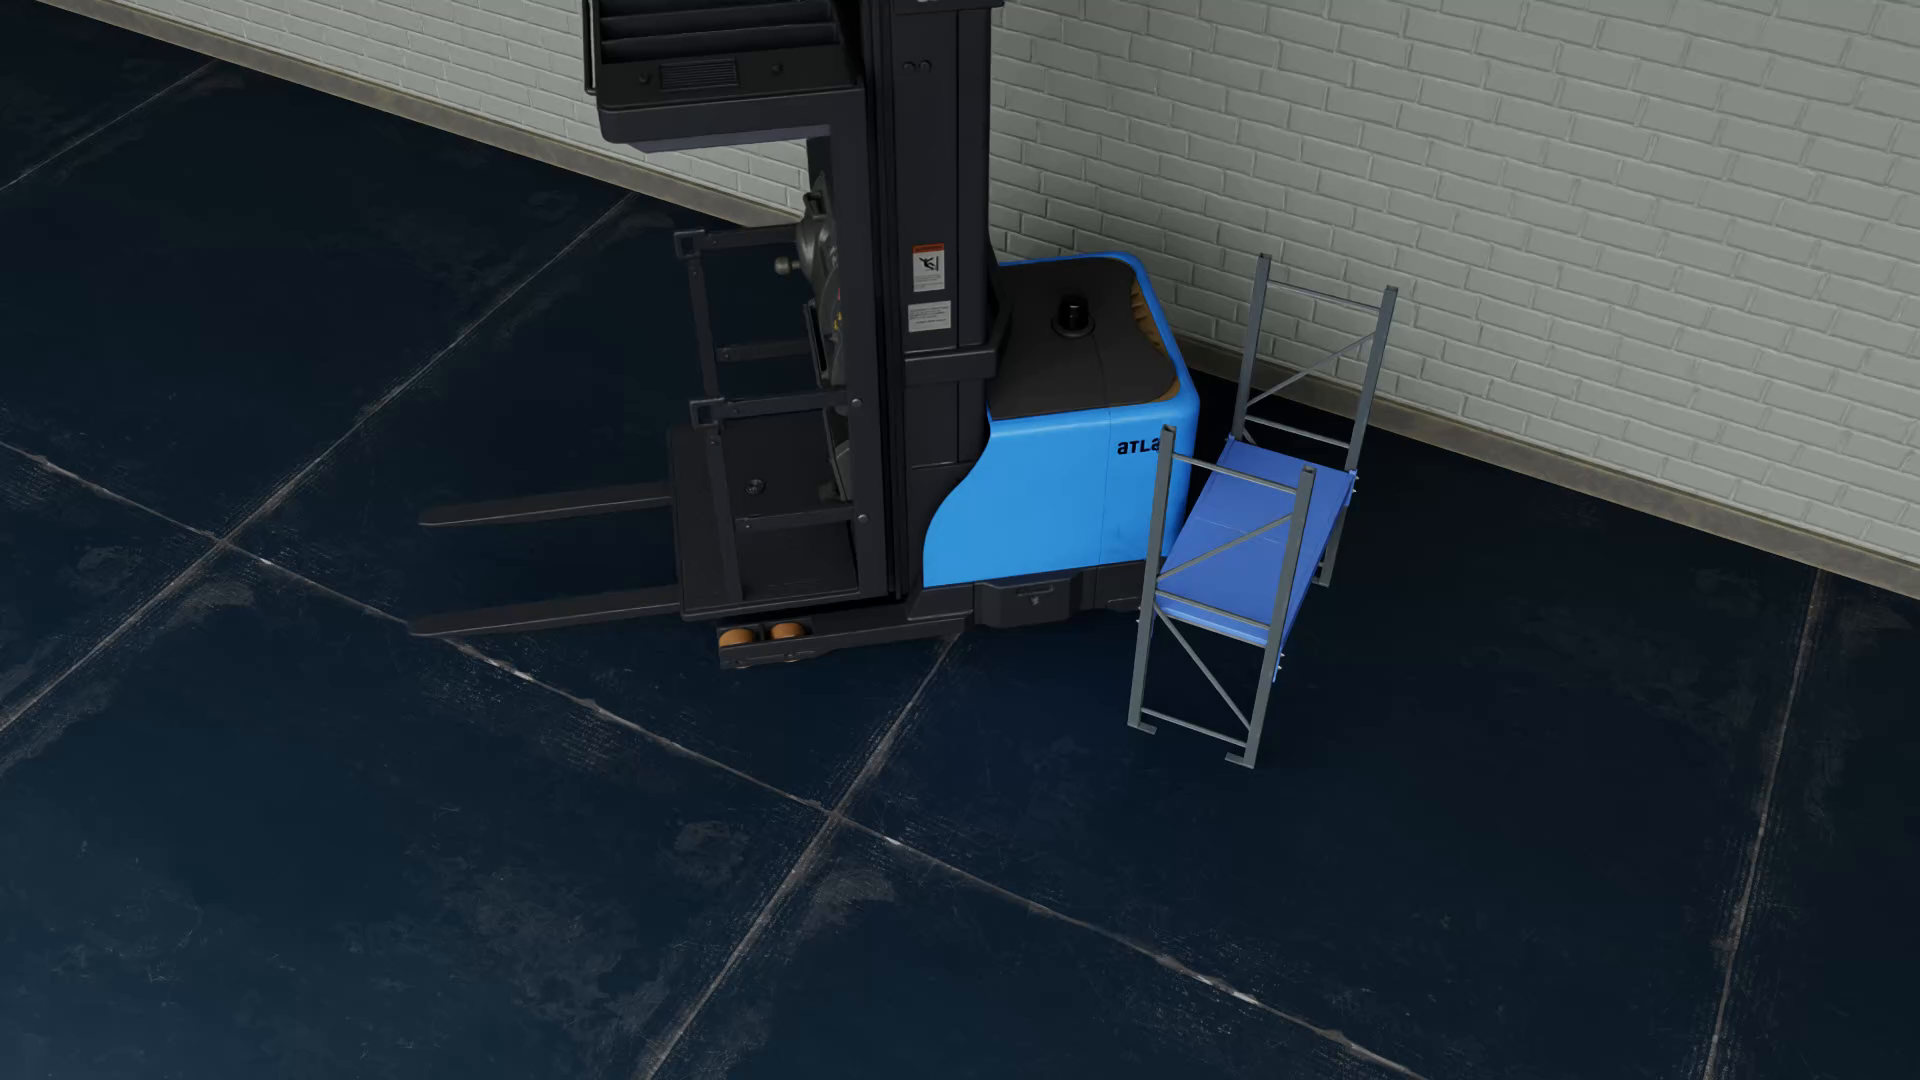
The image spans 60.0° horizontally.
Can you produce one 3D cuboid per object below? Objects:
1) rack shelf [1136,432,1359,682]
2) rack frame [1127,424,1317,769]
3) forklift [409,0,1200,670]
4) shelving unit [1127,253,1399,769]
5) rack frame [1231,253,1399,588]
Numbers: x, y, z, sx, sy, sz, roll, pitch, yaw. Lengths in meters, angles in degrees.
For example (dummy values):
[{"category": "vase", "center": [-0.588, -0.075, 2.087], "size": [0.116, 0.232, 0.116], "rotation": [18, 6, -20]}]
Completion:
[{"category": "rack shelf", "center": [1.082, 0.040, 6.189], "size": [0.538, 0.185, 1.000], "rotation": [18, 48, 17]}, {"category": "rack frame", "center": [0.870, 0.242, 5.736], "size": [0.500, 1.500, 0.032], "rotation": [18, 48, 17]}, {"category": "forklift", "center": [-0.673, -0.931, 5.890], "size": [3.031, 2.935, 1.130], "rotation": [-7, 46, -7]}, {"category": "shelving unit", "center": [1.082, -0.087, 6.061], "size": [0.538, 1.500, 1.048], "rotation": [18, 48, 17]}, {"category": "rack frame", "center": [1.294, -0.415, 6.386], "size": [0.500, 1.500, 0.032], "rotation": [18, 48, 17]}]
